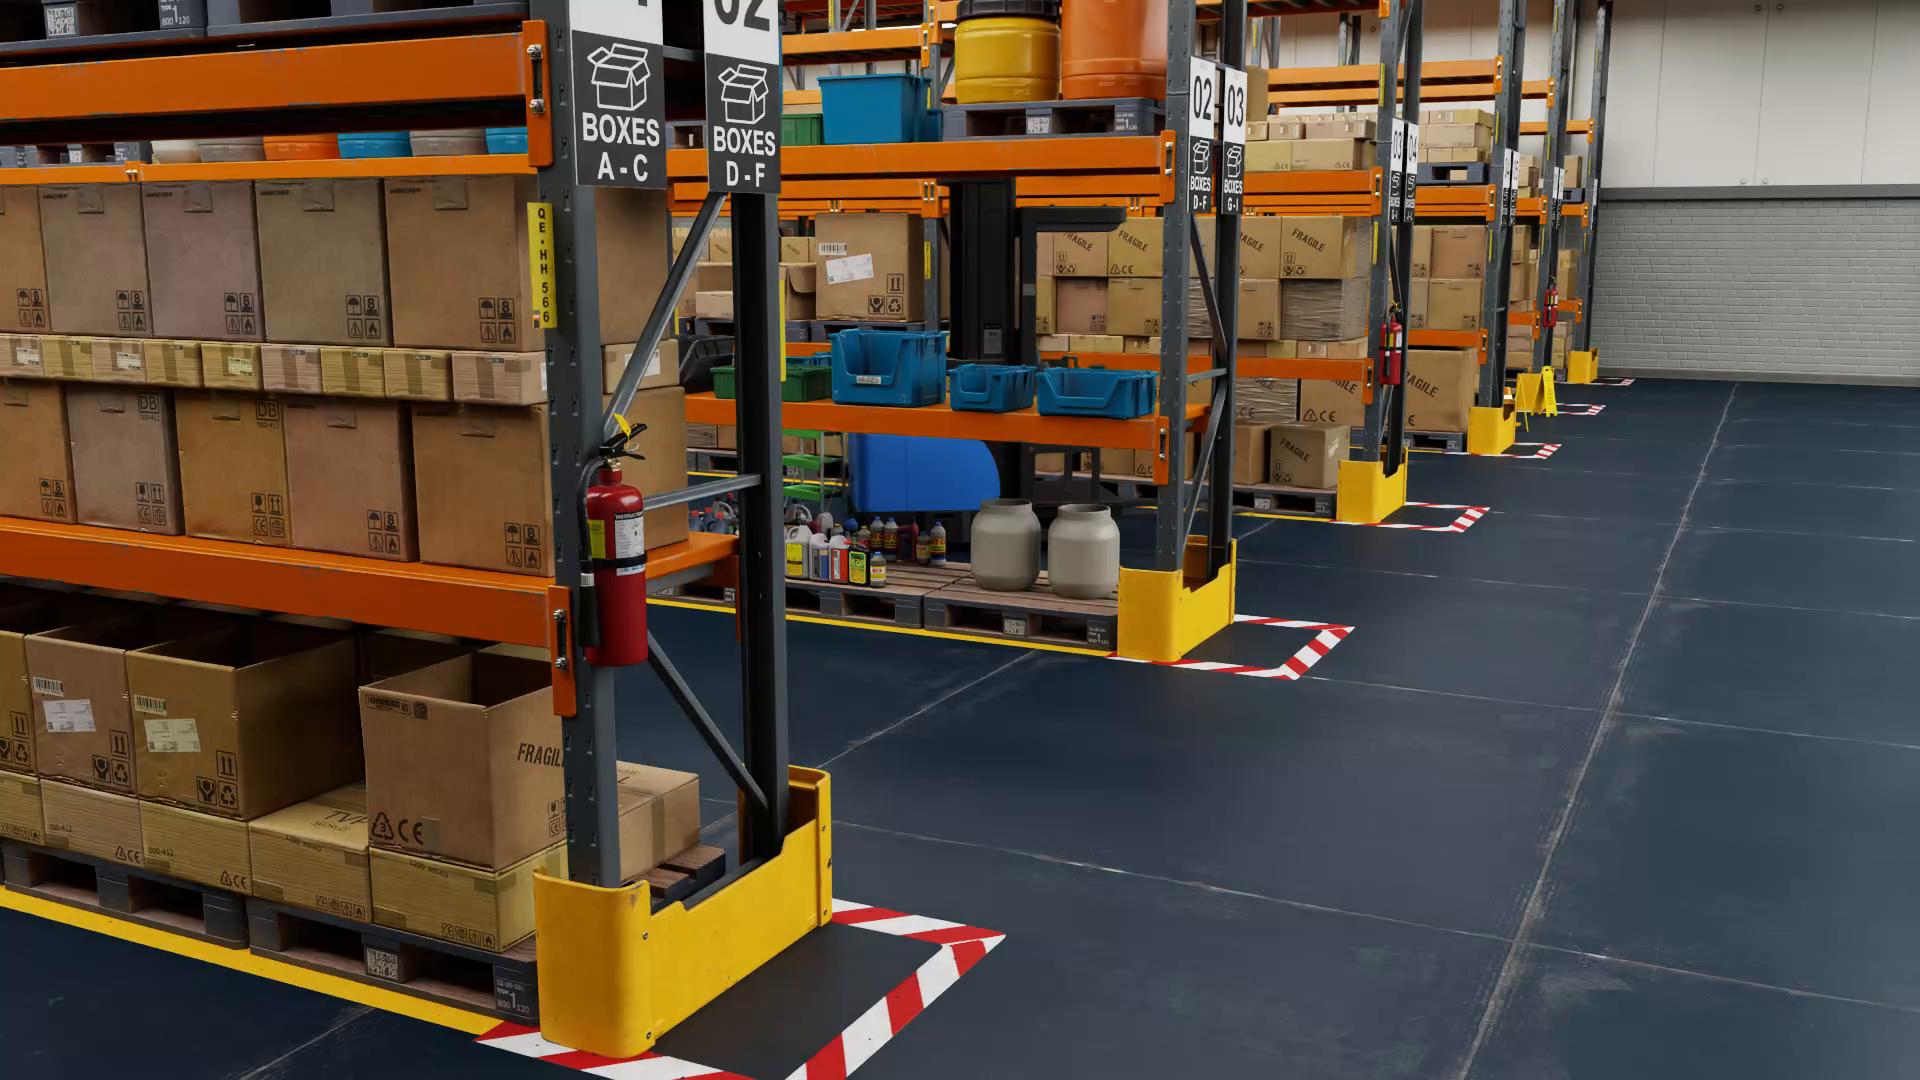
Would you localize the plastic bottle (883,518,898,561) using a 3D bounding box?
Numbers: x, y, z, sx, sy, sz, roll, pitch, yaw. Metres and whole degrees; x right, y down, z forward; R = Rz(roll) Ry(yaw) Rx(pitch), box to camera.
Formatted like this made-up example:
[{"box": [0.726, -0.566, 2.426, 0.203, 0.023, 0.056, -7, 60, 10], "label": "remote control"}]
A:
[{"box": [-0.447, -0.007, 10.770, 0.097, 0.271, 0.097, 0, 10, 0], "label": "plastic bottle"}]

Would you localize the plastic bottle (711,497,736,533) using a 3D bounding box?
[{"box": [-1.597, -0.114, 11.138, 0.185, 0.351, 0.144, 5, 11, 26], "label": "plastic bottle"}]

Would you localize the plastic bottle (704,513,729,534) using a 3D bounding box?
[{"box": [-1.529, 0.003, 10.491, 0.185, 0.351, 0.144, 4, 11, 23], "label": "plastic bottle"}]

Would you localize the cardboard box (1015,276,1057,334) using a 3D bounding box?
[{"box": [0.762, -2.125, 14.930, 0.500, 0.500, 0.875, 5, 11, 26], "label": "cardboard box"}]

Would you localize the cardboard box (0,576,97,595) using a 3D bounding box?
[{"box": [-3.478, 0.383, 6.629, 0.500, 0.500, 0.500, 5, 11, 26], "label": "cardboard box"}]

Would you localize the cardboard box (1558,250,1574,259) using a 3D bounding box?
[{"box": [9.703, -4.589, 26.727, 0.250, 0.149, 0.380, 5, 11, 26], "label": "cardboard box"}]

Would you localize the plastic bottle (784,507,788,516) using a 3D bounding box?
[{"box": [-1.197, -0.082, 11.153, 0.133, 0.283, 0.061, 6, 12, 30], "label": "plastic bottle"}]

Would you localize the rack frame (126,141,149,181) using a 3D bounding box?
[{"box": [-5.826, -1.544, 12.836, 0.127, 3.000, 1.000, 5, 11, 26], "label": "rack frame"}]

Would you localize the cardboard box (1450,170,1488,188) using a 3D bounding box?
[{"box": [6.902, -4.875, 22.405, 0.500, 0.250, 0.500, 5, 11, 25], "label": "cardboard box"}]

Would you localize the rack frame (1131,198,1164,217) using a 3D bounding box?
[{"box": [2.238, -2.804, 19.798, 0.127, 3.000, 1.000, 5, 11, 26], "label": "rack frame"}]

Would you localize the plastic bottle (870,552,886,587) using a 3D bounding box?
[{"box": [-0.492, 0.173, 9.976, 0.097, 0.201, 0.097, 0, 10, 0], "label": "plastic bottle"}]

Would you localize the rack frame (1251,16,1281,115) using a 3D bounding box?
[{"box": [4.338, -6.554, 23.676, 0.127, 3.000, 1.000, 5, 11, 26], "label": "rack frame"}]

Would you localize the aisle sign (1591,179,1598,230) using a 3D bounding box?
[{"box": [10.047, -5.307, 26.331, 0.004, 0.787, 0.394, 5, 11, 26], "label": "aisle sign"}]

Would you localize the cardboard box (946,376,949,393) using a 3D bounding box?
[{"box": [-0.057, -2.088, 20.980, 0.750, 0.750, 1.050, 5, 11, 27], "label": "cardboard box"}]

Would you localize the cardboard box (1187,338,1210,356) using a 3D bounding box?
[{"box": [2.065, -1.666, 14.218, 0.250, 0.149, 0.380, 5, 11, 26], "label": "cardboard box"}]

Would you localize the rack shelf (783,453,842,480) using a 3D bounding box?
[{"box": [-1.147, -0.572, 12.879, 0.480, 0.148, 0.258, 10, 14, 43], "label": "rack shelf"}]

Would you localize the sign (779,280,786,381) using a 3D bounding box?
[{"box": [-0.596, -0.675, 5.386, 0.005, 0.325, 0.100, 5, 11, 26], "label": "sign"}]

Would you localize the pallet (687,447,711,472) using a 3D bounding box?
[{"box": [-2.934, -0.901, 17.114, 1.213, 0.211, 1.003, 5, 11, 26], "label": "pallet"}]

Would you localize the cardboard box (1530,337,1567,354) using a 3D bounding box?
[{"box": [9.543, -3.168, 26.949, 0.500, 0.250, 0.500, 5, 11, 25], "label": "cardboard box"}]

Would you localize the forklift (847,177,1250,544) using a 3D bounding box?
[{"box": [0.673, -1.464, 12.590, 3.031, 2.935, 1.130, -1, 10, -8], "label": "forklift"}]

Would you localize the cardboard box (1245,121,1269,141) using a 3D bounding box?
[{"box": [2.442, -3.334, 13.607, 0.250, 0.149, 0.380, 5, 11, 26], "label": "cardboard box"}]

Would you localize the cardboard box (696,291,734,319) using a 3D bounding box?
[{"box": [-2.233, -2.299, 16.250, 0.500, 0.250, 0.500, 5, 11, 24], "label": "cardboard box"}]

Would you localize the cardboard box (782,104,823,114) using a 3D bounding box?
[{"box": [-1.270, -3.880, 15.853, 0.637, 0.503, 0.797, 6, 12, 28], "label": "cardboard box"}]

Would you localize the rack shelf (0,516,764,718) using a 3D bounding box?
[{"box": [-2.640, 0.074, 5.918, 4.000, 0.370, 1.077, 5, 11, 26], "label": "rack shelf"}]

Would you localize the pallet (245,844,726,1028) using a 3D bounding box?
[{"box": [-1.551, 1.196, 5.528, 1.213, 0.211, 1.003, 5, 11, 26], "label": "pallet"}]

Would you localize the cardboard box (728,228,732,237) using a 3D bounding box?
[{"box": [-3.661, -5.126, 27.719, 0.250, 0.149, 0.380, 5, 11, 26], "label": "cardboard box"}]

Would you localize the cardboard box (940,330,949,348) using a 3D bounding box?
[{"box": [0.013, -1.831, 15.128, 0.250, 0.149, 0.380, 5, 11, 26], "label": "cardboard box"}]

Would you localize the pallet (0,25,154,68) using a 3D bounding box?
[{"box": [-3.657, -1.807, 6.117, 1.213, 0.211, 1.003, 5, 11, 26], "label": "pallet"}]

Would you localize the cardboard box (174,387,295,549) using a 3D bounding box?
[{"box": [-2.175, -0.291, 5.635, 0.500, 0.500, 0.700, 5, 11, 26], "label": "cardboard box"}]

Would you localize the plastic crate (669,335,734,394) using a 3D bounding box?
[{"box": [-1.825, -1.136, 10.760, 0.504, 0.338, 0.767, 5, 11, 26], "label": "plastic crate"}]

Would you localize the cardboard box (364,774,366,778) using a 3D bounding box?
[{"box": [-2.127, 0.868, 6.053, 0.500, 0.250, 0.500, 5, 11, 26], "label": "cardboard box"}]

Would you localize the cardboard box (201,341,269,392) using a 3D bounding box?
[{"box": [-2.198, -0.572, 5.364, 0.250, 0.149, 0.380, 5, 12, 28], "label": "cardboard box"}]

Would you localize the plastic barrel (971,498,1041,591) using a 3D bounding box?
[{"box": [0.275, 0.025, 9.974, 0.421, 0.512, 0.421, 0, 10, 0], "label": "plastic barrel"}]

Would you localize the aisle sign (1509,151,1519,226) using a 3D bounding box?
[{"box": [6.022, -3.810, 18.059, 0.004, 0.787, 0.394, 5, 11, 26], "label": "aisle sign"}]

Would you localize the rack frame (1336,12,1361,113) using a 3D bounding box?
[{"box": [6.531, -7.347, 28.058, 0.127, 3.000, 1.000, 5, 11, 26], "label": "rack frame"}]

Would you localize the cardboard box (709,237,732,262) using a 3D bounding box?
[{"box": [-3.833, -4.808, 27.785, 0.500, 0.500, 0.500, 5, 11, 25], "label": "cardboard box"}]

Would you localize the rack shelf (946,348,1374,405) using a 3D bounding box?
[{"box": [1.747, -1.508, 14.658, 4.000, 0.370, 1.077, 5, 11, 26], "label": "rack shelf"}]

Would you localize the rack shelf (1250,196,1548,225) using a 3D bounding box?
[{"box": [6.131, -4.566, 23.136, 4.000, 0.370, 1.077, 5, 11, 26], "label": "rack shelf"}]

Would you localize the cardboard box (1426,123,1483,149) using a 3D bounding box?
[{"box": [5.263, -4.287, 17.696, 0.500, 0.250, 0.500, 5, 11, 27], "label": "cardboard box"}]

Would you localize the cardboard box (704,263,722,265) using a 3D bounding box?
[{"box": [-3.150, -3.562, 21.845, 0.250, 0.149, 0.380, 6, 12, 29], "label": "cardboard box"}]

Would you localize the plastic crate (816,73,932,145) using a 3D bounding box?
[{"box": [-0.495, -2.483, 9.652, 0.575, 0.384, 0.392, 5, 11, 26], "label": "plastic crate"}]

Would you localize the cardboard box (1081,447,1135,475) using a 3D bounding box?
[{"box": [1.403, -0.878, 14.997, 0.500, 0.500, 0.500, 4, 11, 21], "label": "cardboard box"}]

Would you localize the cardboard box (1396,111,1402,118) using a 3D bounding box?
[{"box": [4.687, -4.522, 17.875, 0.250, 0.149, 0.380, 5, 12, 27], "label": "cardboard box"}]

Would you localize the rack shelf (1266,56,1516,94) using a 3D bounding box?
[{"box": [4.032, -5.047, 18.493, 4.000, 0.370, 1.077, 5, 11, 26], "label": "rack shelf"}]

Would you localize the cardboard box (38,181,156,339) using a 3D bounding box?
[{"box": [-2.683, -0.973, 5.757, 0.500, 0.500, 0.700, 5, 11, 26], "label": "cardboard box"}]

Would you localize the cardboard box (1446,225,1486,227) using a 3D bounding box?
[{"box": [6.920, -4.021, 22.601, 0.500, 0.500, 0.700, 5, 11, 26], "label": "cardboard box"}]

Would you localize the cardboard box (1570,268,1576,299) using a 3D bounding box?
[{"box": [9.797, -4.212, 27.302, 0.500, 0.500, 0.500, 5, 12, 28], "label": "cardboard box"}]

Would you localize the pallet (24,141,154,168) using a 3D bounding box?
[{"box": [-6.468, -3.002, 13.005, 1.213, 0.211, 1.003, 5, 11, 26], "label": "pallet"}]

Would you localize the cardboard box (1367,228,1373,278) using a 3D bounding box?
[{"box": [4.534, -3.223, 18.664, 0.550, 0.550, 0.875, 5, 11, 26], "label": "cardboard box"}]

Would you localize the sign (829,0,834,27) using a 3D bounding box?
[{"box": [-1.580, -6.482, 20.432, 0.005, 0.325, 0.100, 5, 11, 26], "label": "sign"}]

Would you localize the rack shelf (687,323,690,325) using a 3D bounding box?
[{"box": [-3.142, -2.922, 22.474, 4.000, 0.370, 1.077, 5, 11, 26], "label": "rack shelf"}]

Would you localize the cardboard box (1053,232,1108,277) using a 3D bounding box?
[{"box": [1.141, -2.552, 14.486, 0.500, 0.500, 0.500, 5, 11, 26], "label": "cardboard box"}]

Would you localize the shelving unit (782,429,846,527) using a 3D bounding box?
[{"box": [-1.147, -0.635, 12.868, 0.503, 1.200, 0.258, 10, 14, 43], "label": "shelving unit"}]

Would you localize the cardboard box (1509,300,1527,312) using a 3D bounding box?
[{"box": [7.495, -3.159, 22.465, 0.250, 0.149, 0.380, 5, 12, 28], "label": "cardboard box"}]

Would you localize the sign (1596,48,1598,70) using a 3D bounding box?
[{"box": [9.865, -7.445, 25.753, 0.005, 0.325, 0.100, 5, 11, 26], "label": "sign"}]

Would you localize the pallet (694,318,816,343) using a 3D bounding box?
[{"box": [-1.841, -2.091, 16.398, 1.213, 0.211, 1.003, 5, 11, 26], "label": "pallet"}]
